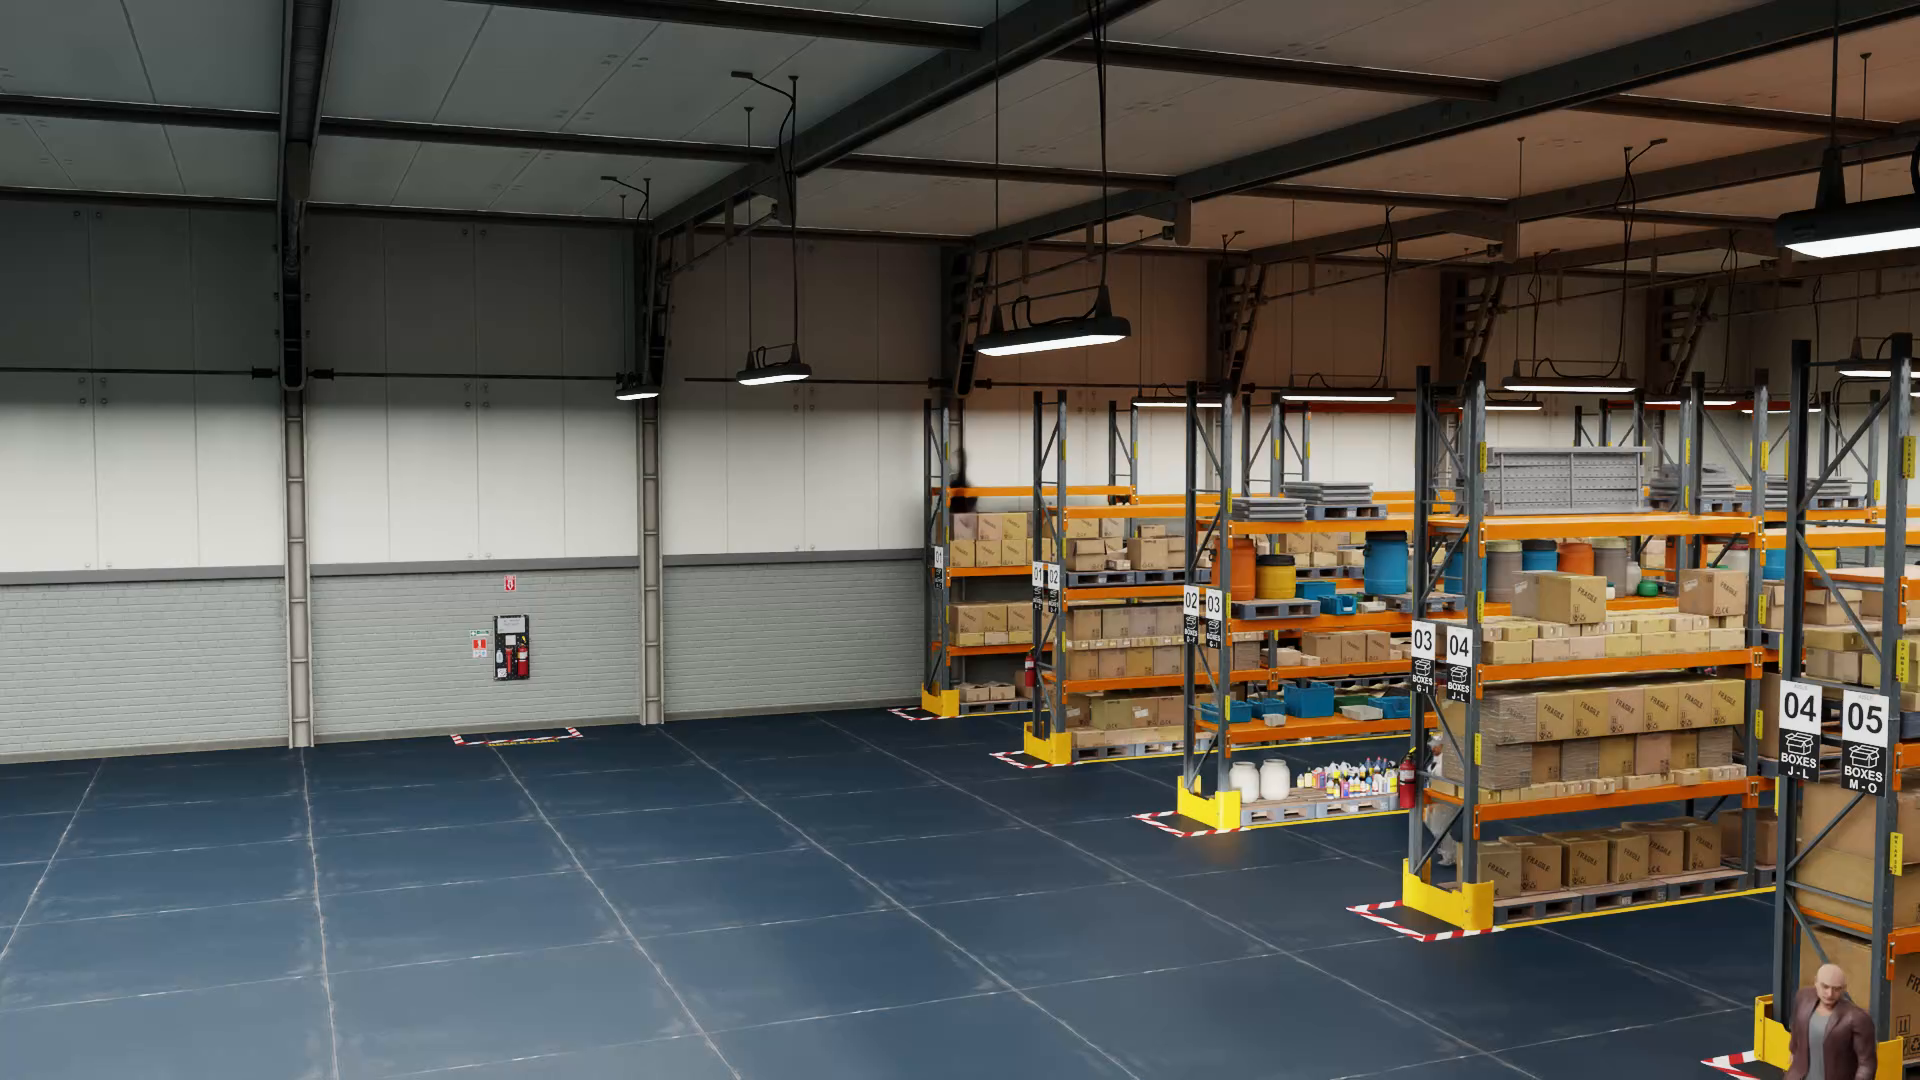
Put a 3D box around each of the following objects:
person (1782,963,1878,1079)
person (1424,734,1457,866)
[{"bbox_3d":[5.803,3.645,11.150,0.603,1.740,0.724,-3,4,-39],"label":"person"},{"bbox_3d":[5.903,3.179,20.330,0.460,1.662,0.736,0,3,8],"label":"person"}]
